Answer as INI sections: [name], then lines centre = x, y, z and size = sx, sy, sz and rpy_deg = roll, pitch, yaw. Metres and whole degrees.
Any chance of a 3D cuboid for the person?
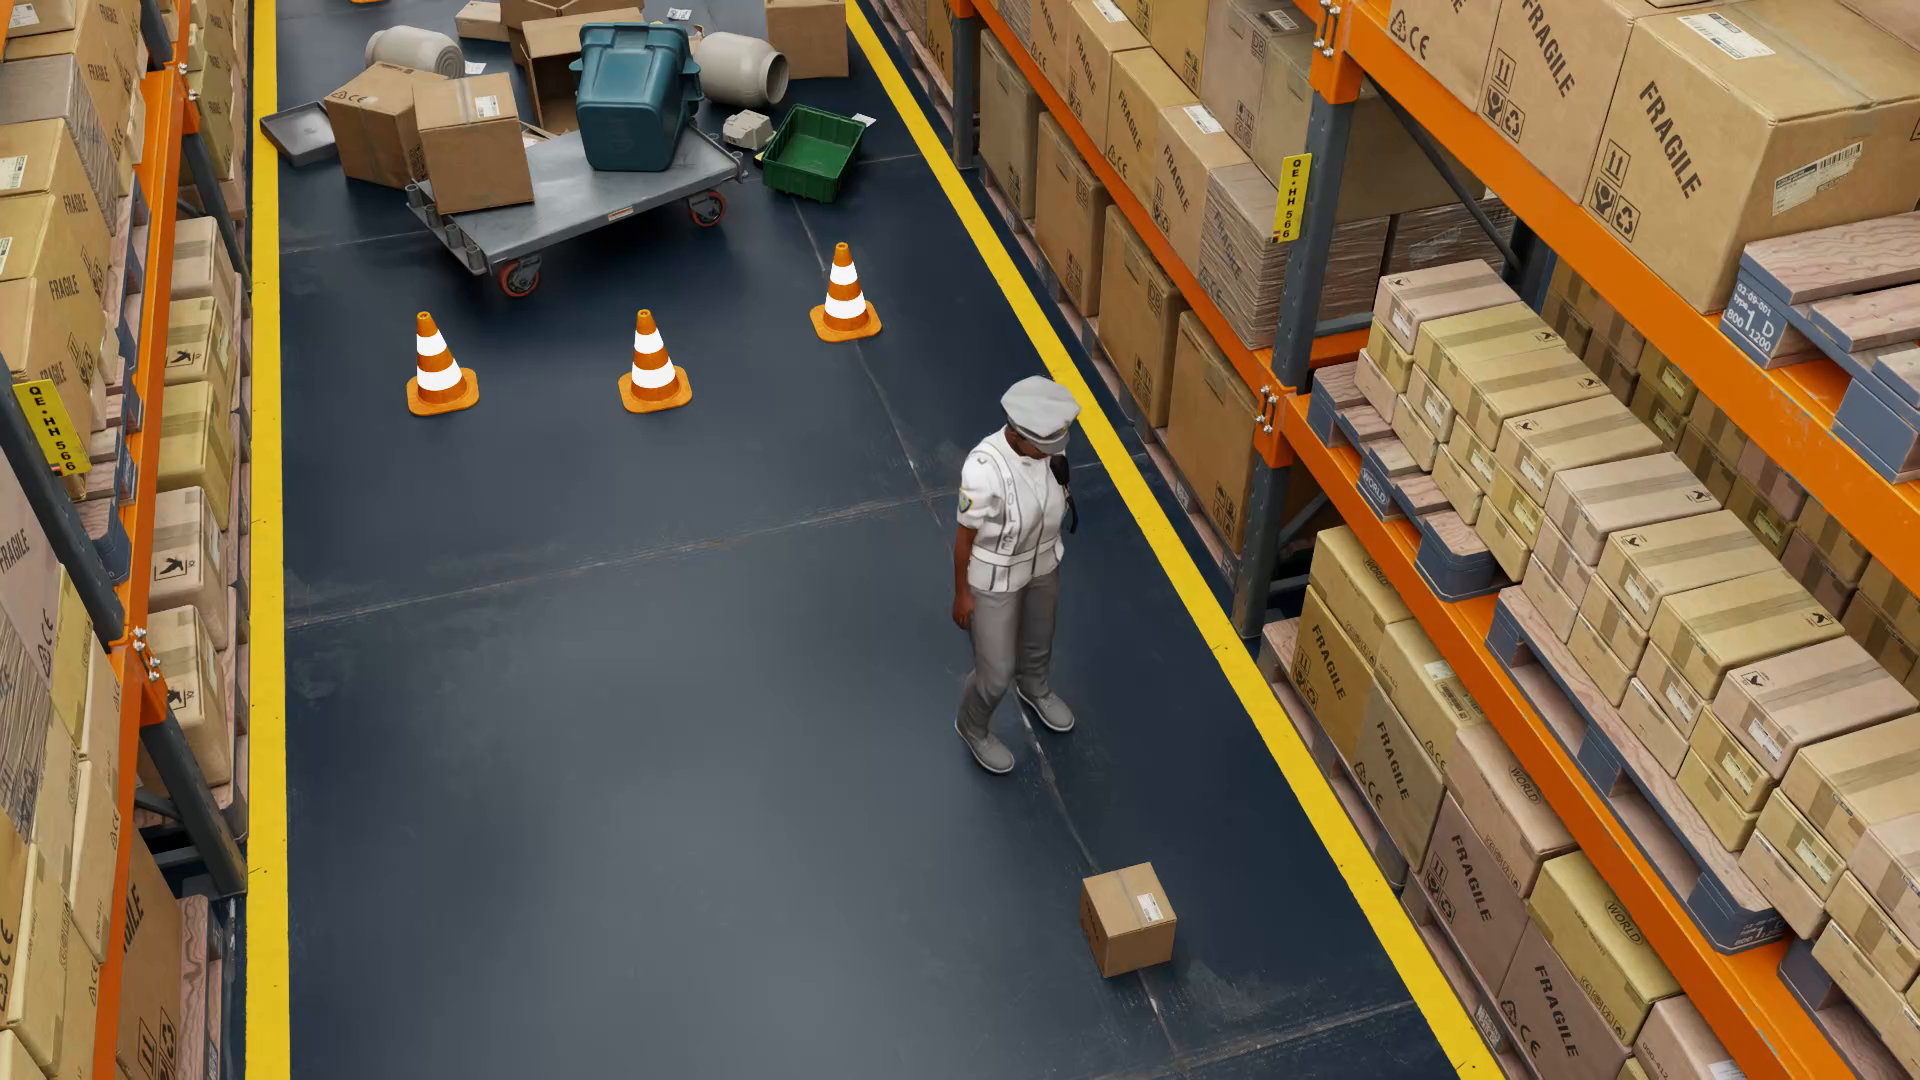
[person]
centre = 0.197, 0.128, 5.996
size = 0.516, 1.660, 0.372
rpy_deg = -29, 50, -28
